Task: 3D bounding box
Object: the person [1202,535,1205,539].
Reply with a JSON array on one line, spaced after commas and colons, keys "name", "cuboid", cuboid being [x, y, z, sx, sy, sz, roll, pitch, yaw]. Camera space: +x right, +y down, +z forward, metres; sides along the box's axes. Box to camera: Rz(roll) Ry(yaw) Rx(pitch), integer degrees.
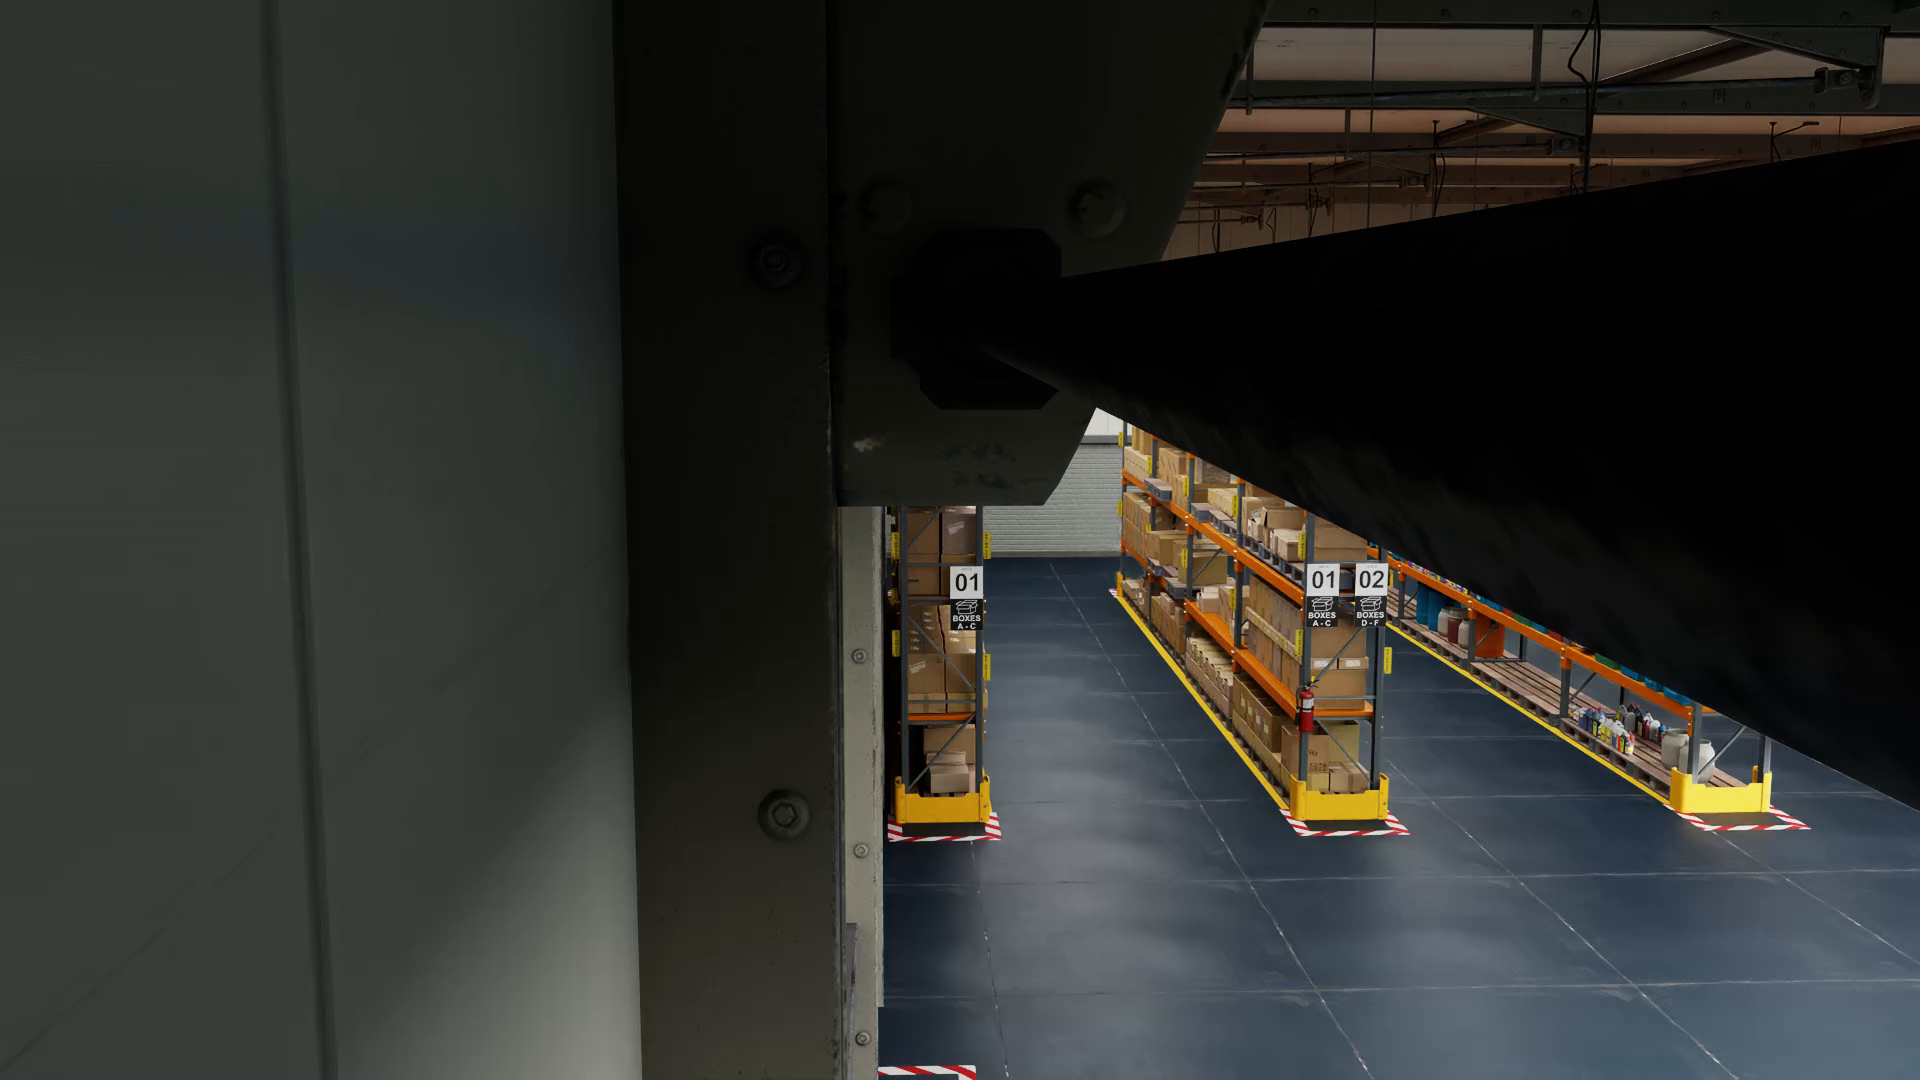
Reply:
[{"name": "person", "cuboid": [5.161, 0.231, 37.359, 0.661, 1.759, 0.685, 2, 8, 14]}]
